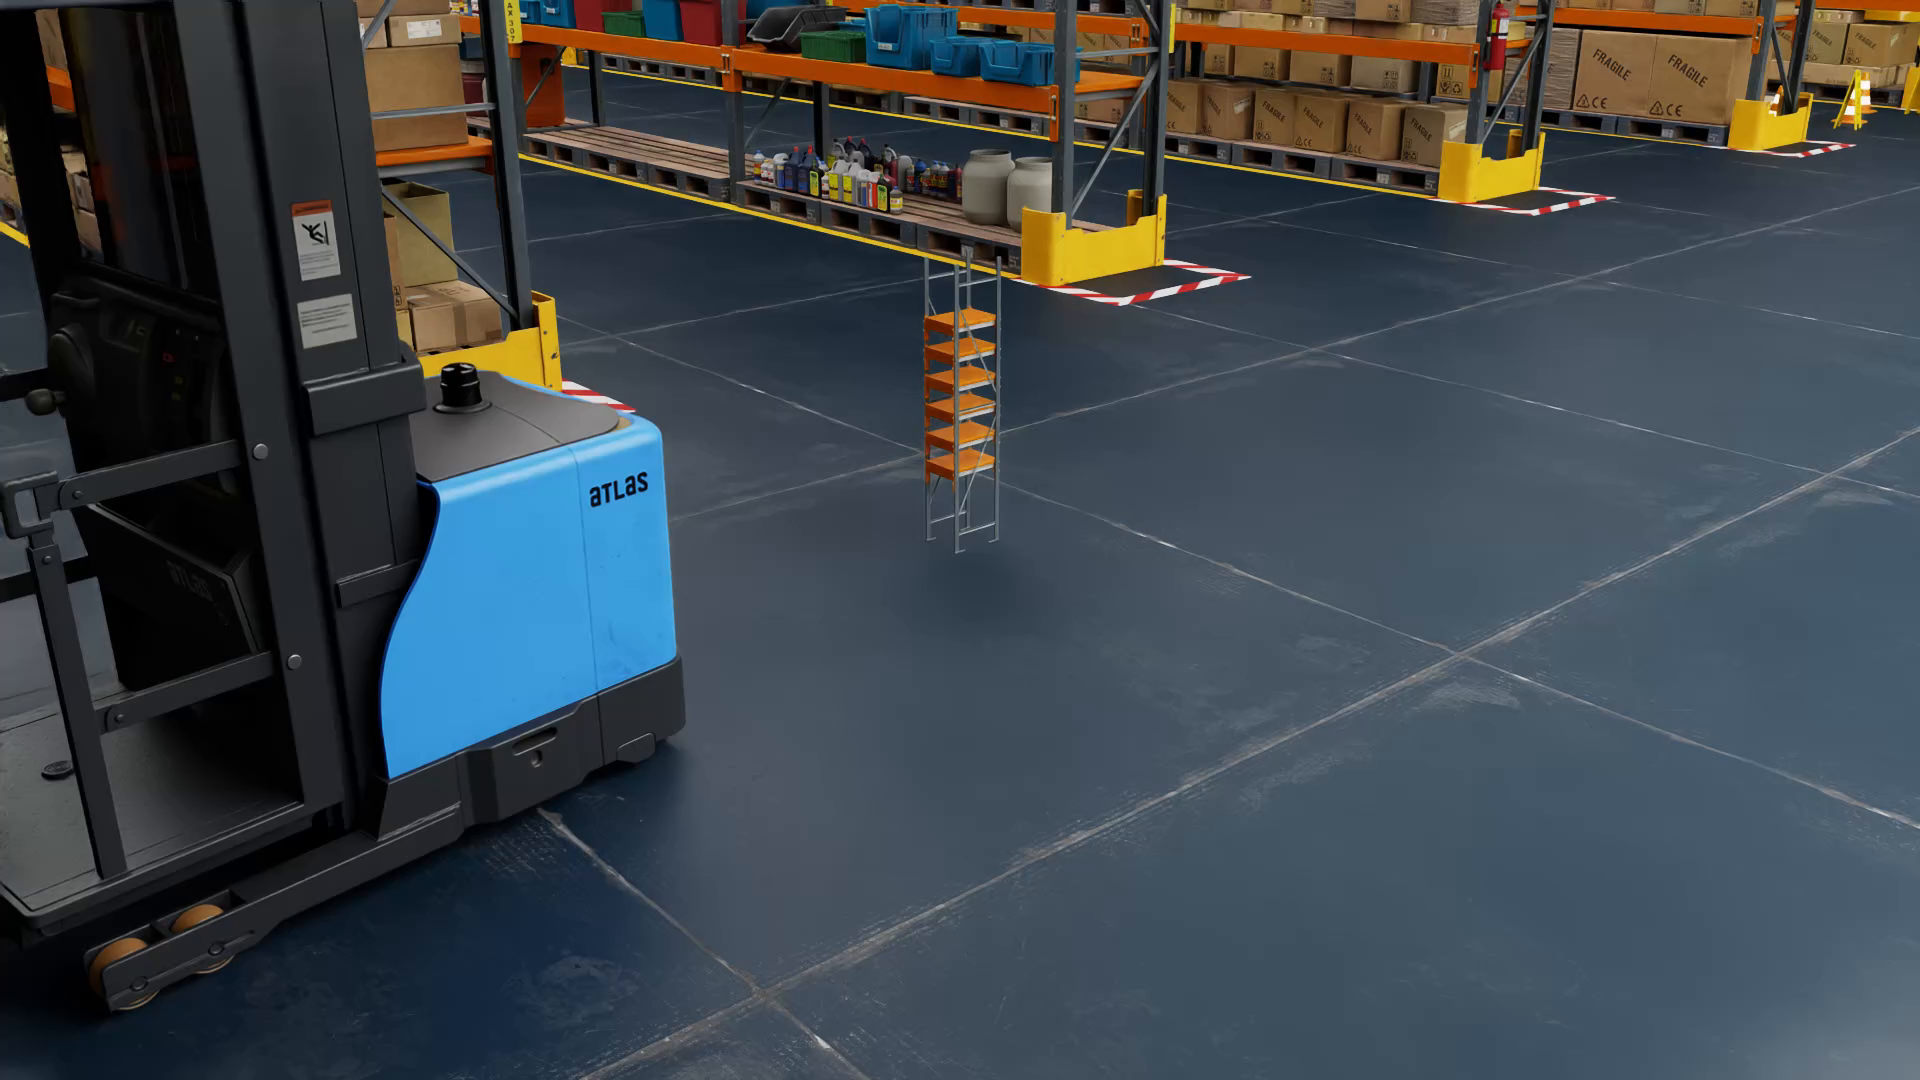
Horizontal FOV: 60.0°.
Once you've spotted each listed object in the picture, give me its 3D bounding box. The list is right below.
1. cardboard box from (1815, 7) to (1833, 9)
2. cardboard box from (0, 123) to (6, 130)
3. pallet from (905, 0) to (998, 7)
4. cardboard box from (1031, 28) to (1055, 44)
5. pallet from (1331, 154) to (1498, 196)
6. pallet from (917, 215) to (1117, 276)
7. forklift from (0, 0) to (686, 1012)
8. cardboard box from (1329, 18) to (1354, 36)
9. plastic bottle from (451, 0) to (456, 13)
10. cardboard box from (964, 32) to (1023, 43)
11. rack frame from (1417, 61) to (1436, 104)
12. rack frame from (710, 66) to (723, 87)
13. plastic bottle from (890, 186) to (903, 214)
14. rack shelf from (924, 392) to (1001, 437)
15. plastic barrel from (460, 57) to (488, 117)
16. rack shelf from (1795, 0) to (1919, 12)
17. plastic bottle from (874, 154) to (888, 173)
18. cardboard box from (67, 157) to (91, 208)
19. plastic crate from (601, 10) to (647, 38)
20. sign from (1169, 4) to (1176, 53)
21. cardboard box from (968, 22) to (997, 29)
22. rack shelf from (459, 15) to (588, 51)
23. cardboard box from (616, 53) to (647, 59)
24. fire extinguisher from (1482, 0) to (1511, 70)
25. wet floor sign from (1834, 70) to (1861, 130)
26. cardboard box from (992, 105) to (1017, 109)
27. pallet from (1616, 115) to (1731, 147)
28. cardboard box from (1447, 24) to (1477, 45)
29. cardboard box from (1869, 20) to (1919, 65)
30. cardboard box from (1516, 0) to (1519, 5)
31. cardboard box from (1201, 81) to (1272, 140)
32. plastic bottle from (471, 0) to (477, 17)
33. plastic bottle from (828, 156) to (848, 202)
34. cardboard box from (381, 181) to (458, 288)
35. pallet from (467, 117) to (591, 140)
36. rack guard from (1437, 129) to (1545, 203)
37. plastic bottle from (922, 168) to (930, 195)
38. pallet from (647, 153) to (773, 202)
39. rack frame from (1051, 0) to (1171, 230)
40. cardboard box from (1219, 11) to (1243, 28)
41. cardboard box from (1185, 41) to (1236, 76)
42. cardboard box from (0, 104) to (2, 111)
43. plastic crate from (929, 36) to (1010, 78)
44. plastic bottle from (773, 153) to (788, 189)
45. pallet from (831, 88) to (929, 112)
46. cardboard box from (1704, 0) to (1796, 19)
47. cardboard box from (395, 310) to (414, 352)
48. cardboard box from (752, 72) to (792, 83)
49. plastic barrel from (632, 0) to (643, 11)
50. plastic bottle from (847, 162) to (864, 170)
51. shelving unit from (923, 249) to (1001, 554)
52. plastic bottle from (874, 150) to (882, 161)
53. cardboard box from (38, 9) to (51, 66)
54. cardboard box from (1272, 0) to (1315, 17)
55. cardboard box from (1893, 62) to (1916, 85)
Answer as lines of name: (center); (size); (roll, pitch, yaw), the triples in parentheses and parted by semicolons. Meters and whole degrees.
cardboard box: (13.526, -8.305, 25.899); (0.500, 0.250, 0.500); (-18, 28, -38)
cardboard box: (-7.817, -3.301, 13.723); (0.500, 0.311, 0.500); (-16, 27, -36)
pallet: (0.117, -6.435, 19.564); (1.213, 0.211, 1.003); (-17, 27, -37)
cardboard box: (1.412, -7.573, 25.057); (0.500, 0.500, 0.500); (-16, 26, -35)
pallet: (4.240, -3.441, 15.481); (1.003, 0.211, 1.213); (-17, 27, -37)
pallet: (0.429, -2.244, 12.423); (1.003, 0.211, 1.213); (-17, 27, -37)
forklift: (-2.222, -0.427, 4.056); (1.130, 2.935, 3.031); (18, 27, 38)
cardboard box: (3.622, -4.740, 15.317); (0.380, 0.149, 0.250); (-17, 27, -37)
plastic bottle: (-5.362, -5.696, 17.686); (0.097, 0.201, 0.097); (0, 21, 0)
cardboard box: (0.385, -5.764, 19.384); (0.500, 0.250, 0.500); (-14, 25, -32)
rack frame: (6.006, -6.744, 20.089); (1.000, 3.000, 0.127); (-17, 27, -37)
rack frame: (-3.040, -7.801, 22.789); (1.000, 3.000, 0.127); (-17, 27, -37)
plastic bottle: (-0.490, -2.612, 12.773); (0.097, 0.201, 0.097); (0, 21, 0)
rack shelf: (0.009, -0.513, 6.771); (0.258, 0.103, 0.180); (-17, 27, -37)
plastic barrel: (-5.251, -5.033, 18.451); (0.600, 0.588, 0.708); (-17, 27, -37)
rack shelf: (10.995, -7.062, 21.889); (1.077, 0.370, 4.000); (-17, 27, -37)
plastic bottle: (-0.656, -3.069, 13.827); (0.061, 0.283, 0.133); (-17, 27, -37)
cardboard box: (-6.151, -2.596, 11.924); (0.500, 0.311, 0.500); (-17, 27, -36)
plastic crate: (-2.921, -4.727, 15.231); (0.450, 0.188, 0.662); (-17, 27, -37)
sign: (1.460, -3.565, 11.594); (0.100, 0.325, 0.005); (-17, 27, -37)
cardboard box: (0.354, -8.135, 26.160); (0.380, 0.149, 0.250); (-17, 27, -36)
rack shelf: (-5.487, -5.735, 18.499); (1.077, 0.370, 4.000); (-17, 27, -37)
cardboard box: (-4.579, -7.703, 24.876); (0.875, 0.875, 0.875); (-17, 27, -37)
fire extinguisher: (4.519, -4.308, 13.977); (0.296, 0.674, 0.183); (-17, 27, -37)
wet floor sign: (10.135, -5.006, 18.880); (0.232, 0.644, 0.267); (17, 27, 36)
cardboard box: (0.771, -5.251, 19.103); (0.700, 0.500, 0.500); (-15, 26, -33)
pallet: (8.035, -4.542, 18.292); (1.003, 0.211, 1.213); (-17, 27, -37)
cardboard box: (4.451, -4.398, 14.445); (0.380, 0.149, 0.250); (-17, 27, -37)
cardboard box: (11.968, -6.404, 21.389); (0.500, 0.500, 0.500); (-19, 28, -39)
cardboard box: (6.632, -6.568, 19.434); (0.875, 0.550, 0.550); (-17, 27, -37)
cardboard box: (2.792, -4.346, 16.819); (0.500, 0.500, 0.500); (-9, 23, -21)
plastic bottle: (-5.044, -5.562, 17.343); (0.097, 0.201, 0.097); (0, 21, 0)
plastic bottle: (-0.957, -2.892, 13.283); (0.144, 0.351, 0.185); (-18, 27, -38)
cardboard box: (-3.223, -1.732, 9.459); (0.500, 0.500, 0.500); (-17, 27, -37)
pallet: (-4.727, -4.426, 17.996); (1.003, 0.211, 1.213); (-17, 27, -37)
rack guard: (4.743, -3.343, 14.833); (1.175, 0.500, 0.348); (-17, 27, -37)
plastic bottle: (-0.260, -2.933, 13.594); (0.097, 0.201, 0.097); (0, 21, 0)
pallet: (-2.112, -3.321, 15.174); (1.003, 0.211, 1.213); (-17, 27, -37)
rack frame: (1.041, -3.307, 11.313); (1.000, 3.000, 0.127); (-17, 27, -37)
cardboard box: (2.734, -5.063, 16.141); (0.380, 0.149, 0.250); (-17, 27, -37)
cardboard box: (3.724, -6.807, 22.760); (1.050, 0.750, 0.750); (-18, 28, -38)
cardboard box: (-8.764, -3.946, 14.742); (0.500, 0.250, 0.500); (-16, 27, -35)
plastic crate: (0.068, -3.485, 11.973); (0.499, 0.251, 0.408); (-17, 27, -37)
plastic bottle: (-1.462, -3.073, 13.849); (0.152, 0.276, 0.135); (-16, 27, -36)
pallet: (-0.886, -5.633, 21.078); (1.003, 0.211, 1.213); (-17, 27, -37)
cardboard box: (8.340, -5.800, 17.474); (0.875, 0.550, 0.550); (-17, 27, -37)
cardboard box: (-3.288, -1.122, 8.929); (0.500, 0.250, 0.500); (-17, 27, -37)
cardboard box: (-2.023, -6.589, 22.030); (1.225, 0.875, 0.875); (-19, 28, -39)
plastic barrel: (-3.073, -5.219, 16.043); (0.421, 0.512, 0.421); (0, 21, 0)
plastic bottle: (-0.861, -2.899, 13.405); (0.152, 0.276, 0.135); (-17, 27, -37)
shelving unit: (0.009, -0.555, 6.755); (0.258, 1.200, 0.189); (-17, 27, -37)
plastic bottle: (-0.668, -3.154, 14.046); (0.061, 0.283, 0.133); (-15, 26, -34)
cardboard box: (-6.829, -3.926, 12.757); (0.500, 0.500, 0.500); (-19, 29, -40)
cardboard box: (3.426, -5.228, 15.675); (0.875, 0.500, 0.500); (-17, 27, -37)
cardboard box: (11.984, -6.049, 21.509); (0.500, 0.250, 0.500); (-18, 28, -38)
